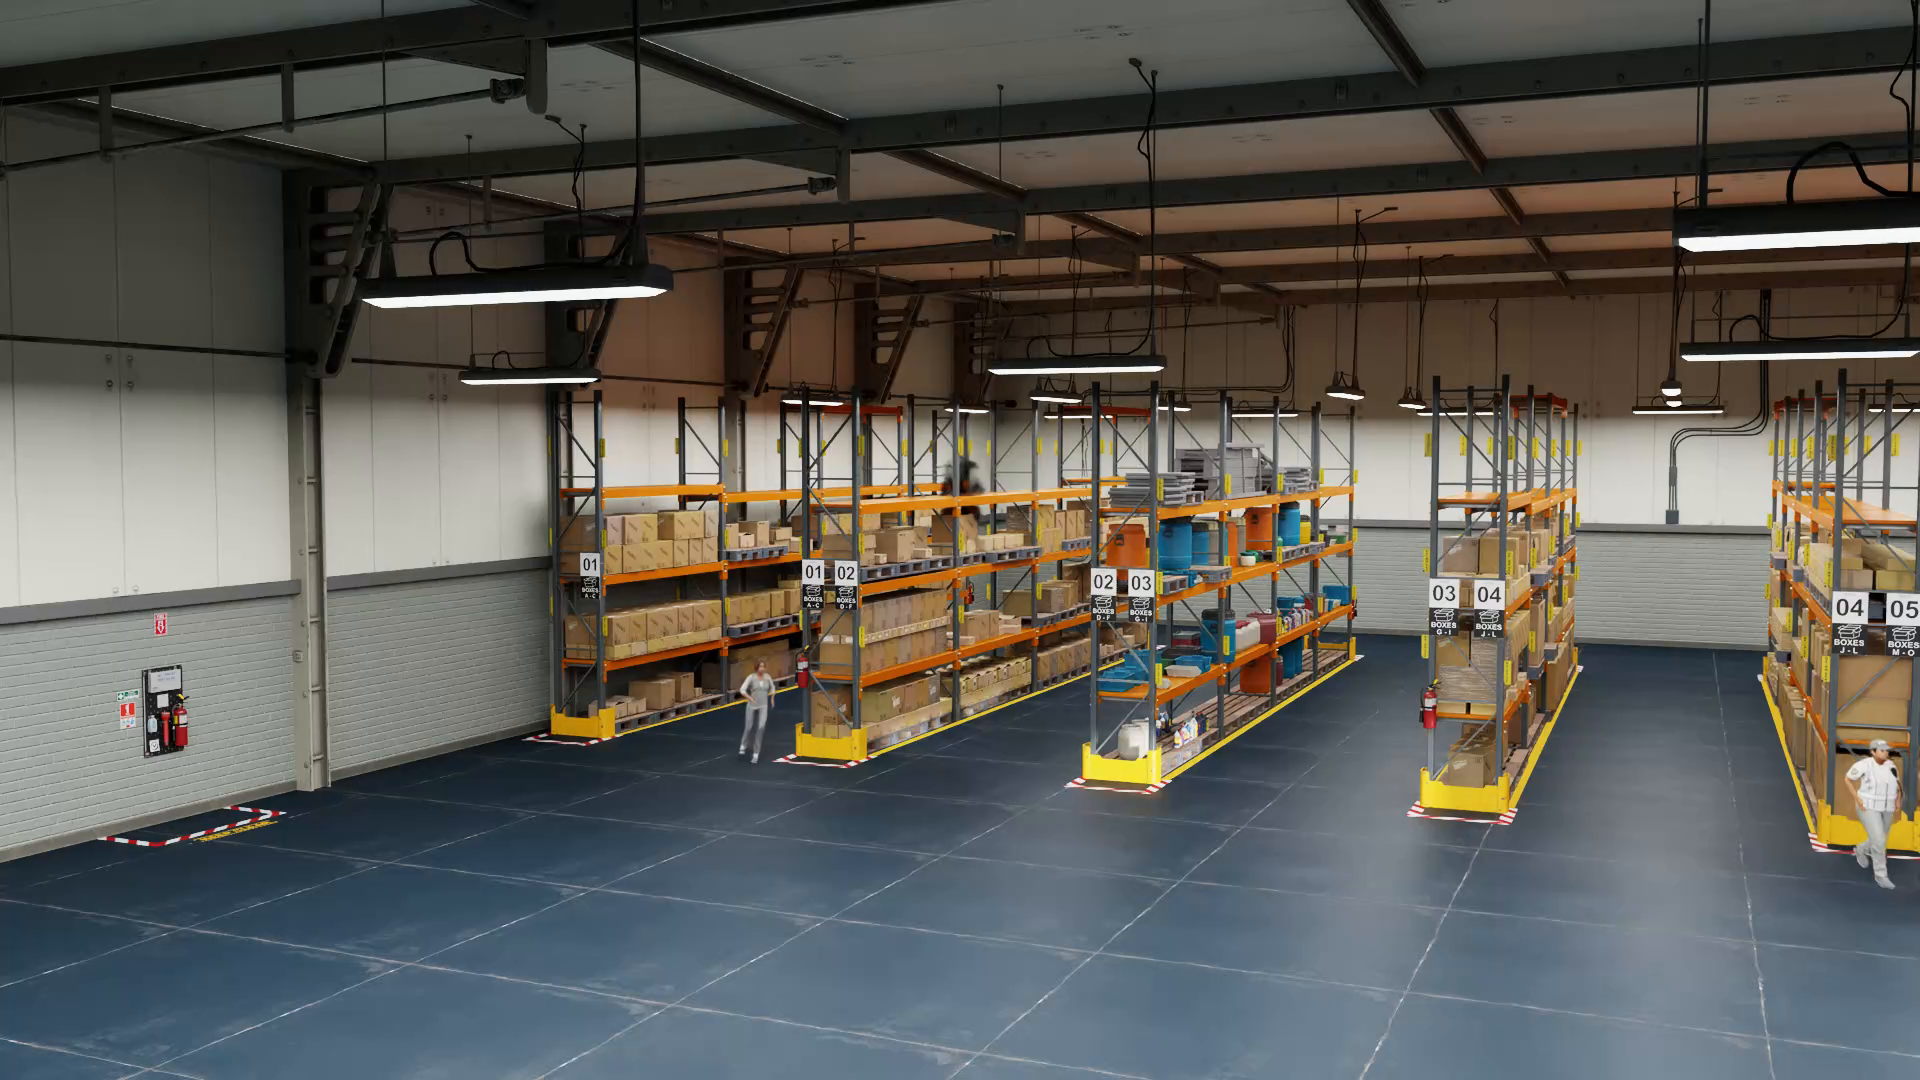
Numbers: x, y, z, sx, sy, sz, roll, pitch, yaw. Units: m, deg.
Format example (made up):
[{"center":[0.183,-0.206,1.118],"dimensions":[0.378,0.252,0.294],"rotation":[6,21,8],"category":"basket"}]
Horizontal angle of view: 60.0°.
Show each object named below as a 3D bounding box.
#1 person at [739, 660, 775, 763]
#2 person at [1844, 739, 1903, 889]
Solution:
[{"center":[-3.250,2.736,26.793],"dimensions":[0.594,1.594,0.780],"rotation":[-1,3,-15],"category":"person"},{"center":[10.594,3.136,19.269],"dimensions":[0.622,1.670,0.863],"rotation":[0,3,-6],"category":"person"}]
